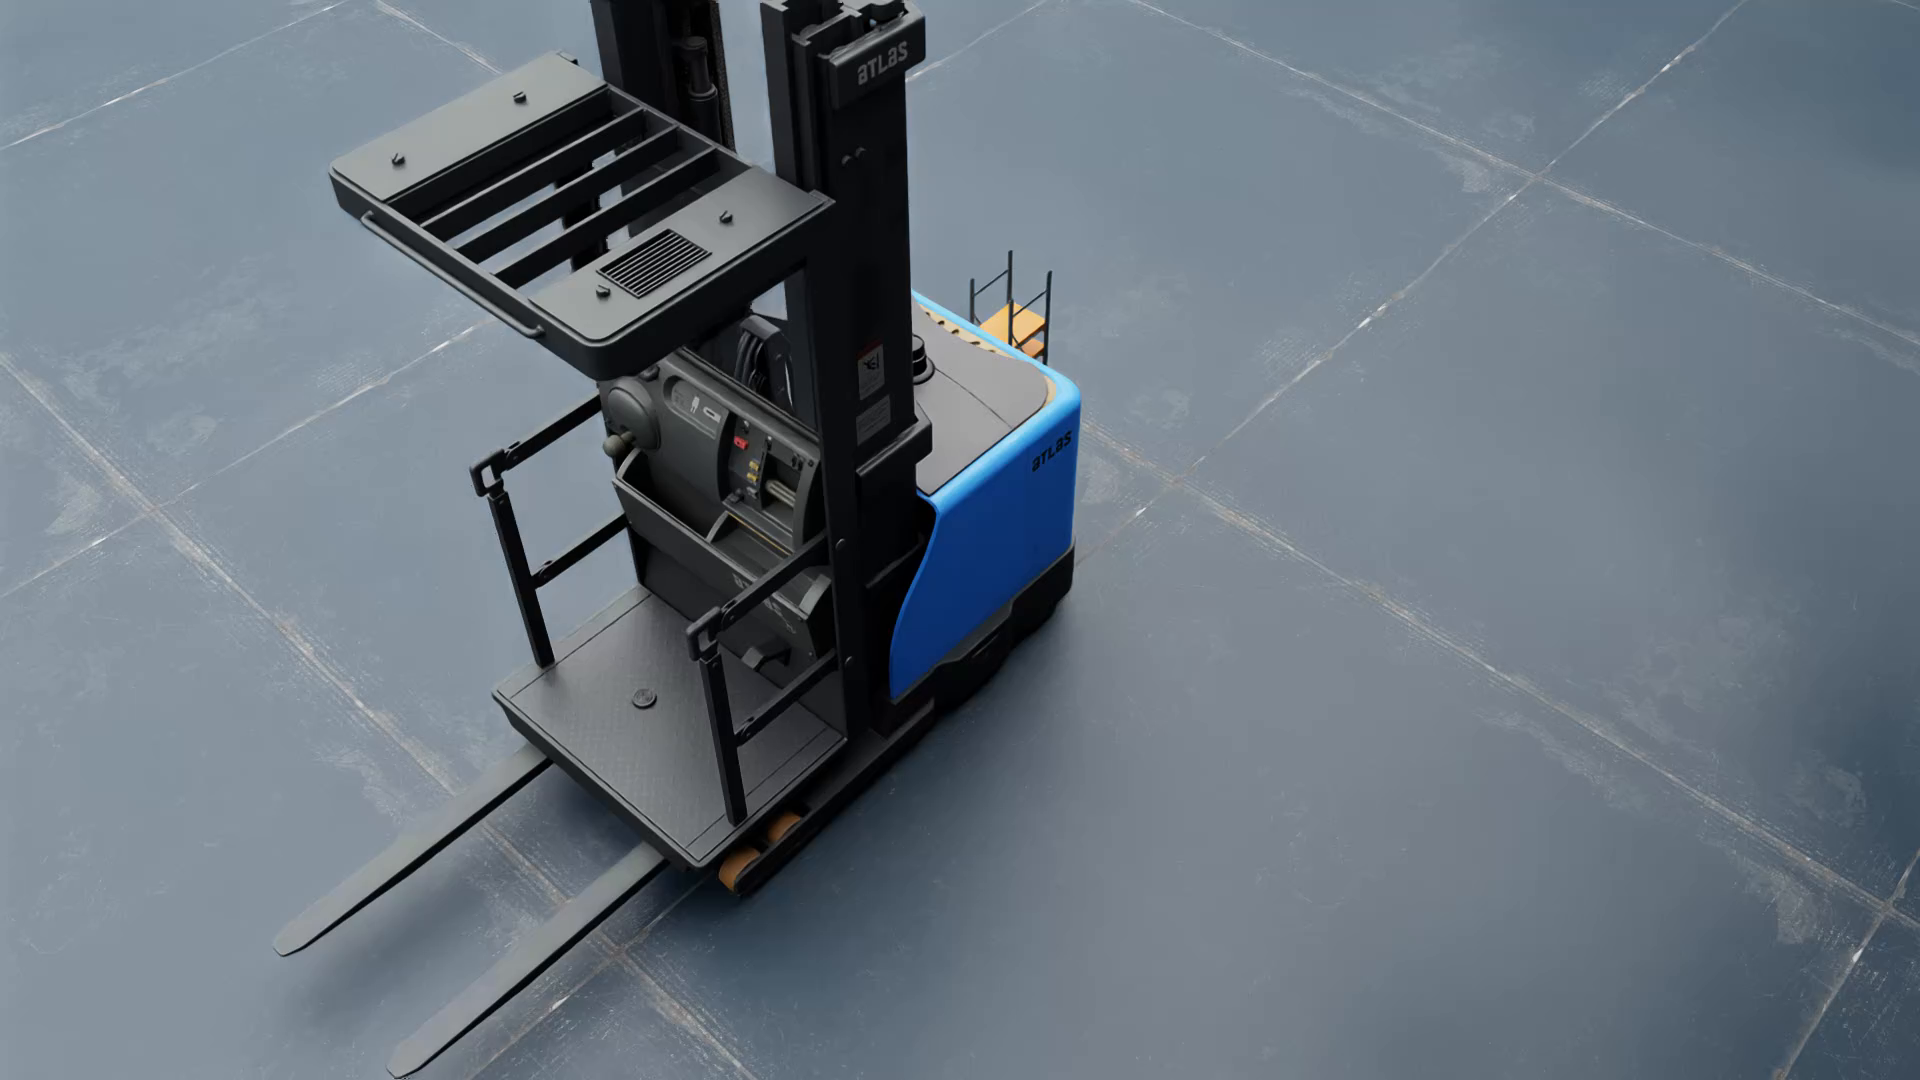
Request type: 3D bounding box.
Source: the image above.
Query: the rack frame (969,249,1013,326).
[{"bbox_3d":[0.114,-0.590,6.481,0.006,1.200,0.240,32,54,26],"label":"rack frame"}]

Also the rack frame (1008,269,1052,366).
[{"bbox_3d":[0.253,-0.504,6.400,0.006,1.200,0.240,32,54,26],"label":"rack frame"}]

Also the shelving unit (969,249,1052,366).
[{"bbox_3d":[0.184,-0.547,6.440,0.189,1.200,0.258,32,54,26],"label":"shelving unit"}]

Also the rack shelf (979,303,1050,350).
[{"bbox_3d":[0.184,-0.763,6.210,0.180,0.103,0.258,32,54,26],"label":"rack shelf"}]

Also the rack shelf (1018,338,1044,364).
[{"bbox_3d":[0.184,-0.681,6.298,0.180,0.103,0.258,32,54,26],"label":"rack shelf"}]

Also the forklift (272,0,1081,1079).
[{"bbox_3d":[-0.915,-0.234,4.959,1.130,2.935,3.031,33,55,27],"label":"forklift"}]
